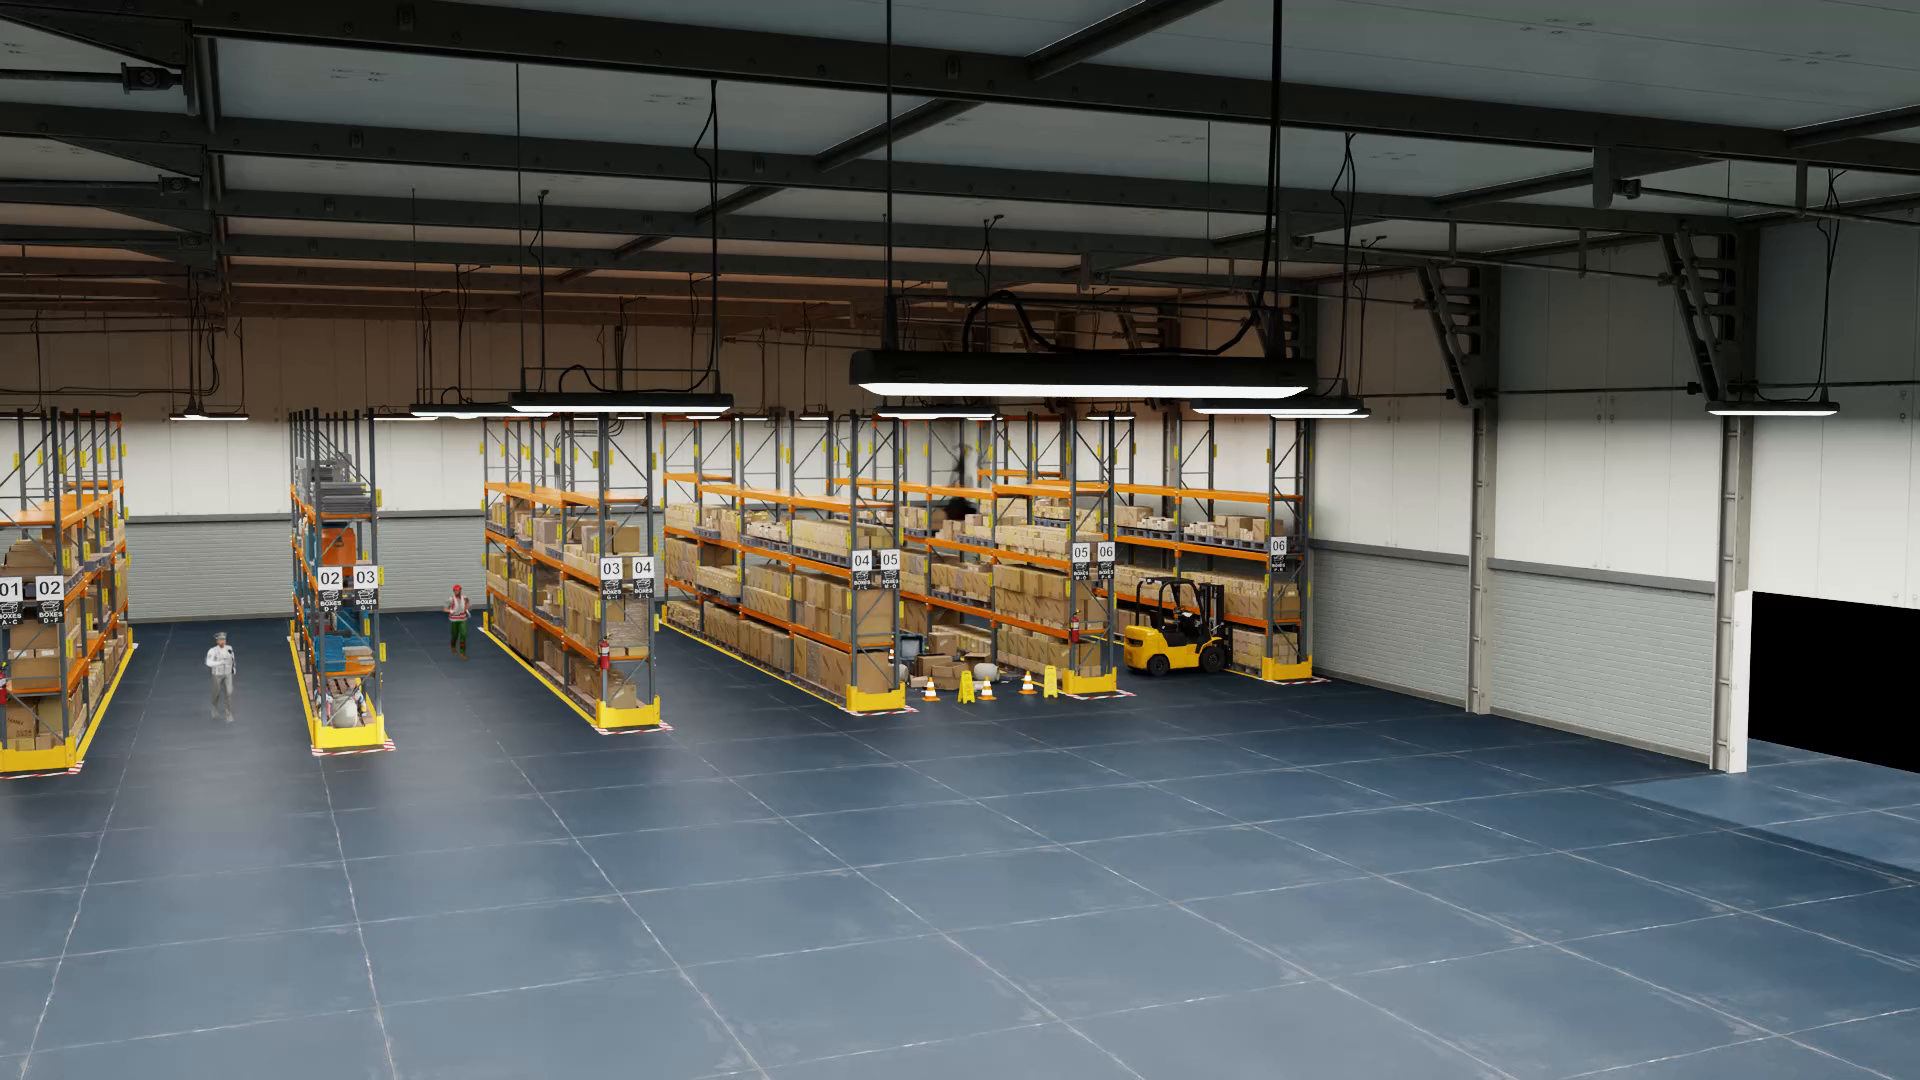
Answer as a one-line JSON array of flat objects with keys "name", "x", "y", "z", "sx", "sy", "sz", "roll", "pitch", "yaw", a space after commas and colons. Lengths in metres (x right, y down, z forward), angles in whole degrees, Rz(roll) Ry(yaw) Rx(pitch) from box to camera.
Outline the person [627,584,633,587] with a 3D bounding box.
[{"name": "person", "x": -9.180, "y": 1.640, "z": 46.462, "sx": 0.634, "sy": 1.686, "sz": 0.658, "roll": -1, "pitch": 4, "yaw": -15}]

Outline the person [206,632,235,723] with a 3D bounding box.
[{"name": "person", "x": -14.213, "y": 2.618, "z": 31.991, "sx": 0.589, "sy": 1.720, "sz": 0.883, "roll": -3, "pitch": 5, "yaw": -39}]

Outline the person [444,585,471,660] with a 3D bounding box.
[{"name": "person", "x": -12.257, "y": 1.985, "z": 40.587, "sx": 0.654, "sy": 1.811, "sz": 0.991, "roll": -2, "pitch": 5, "yaw": -29}]
